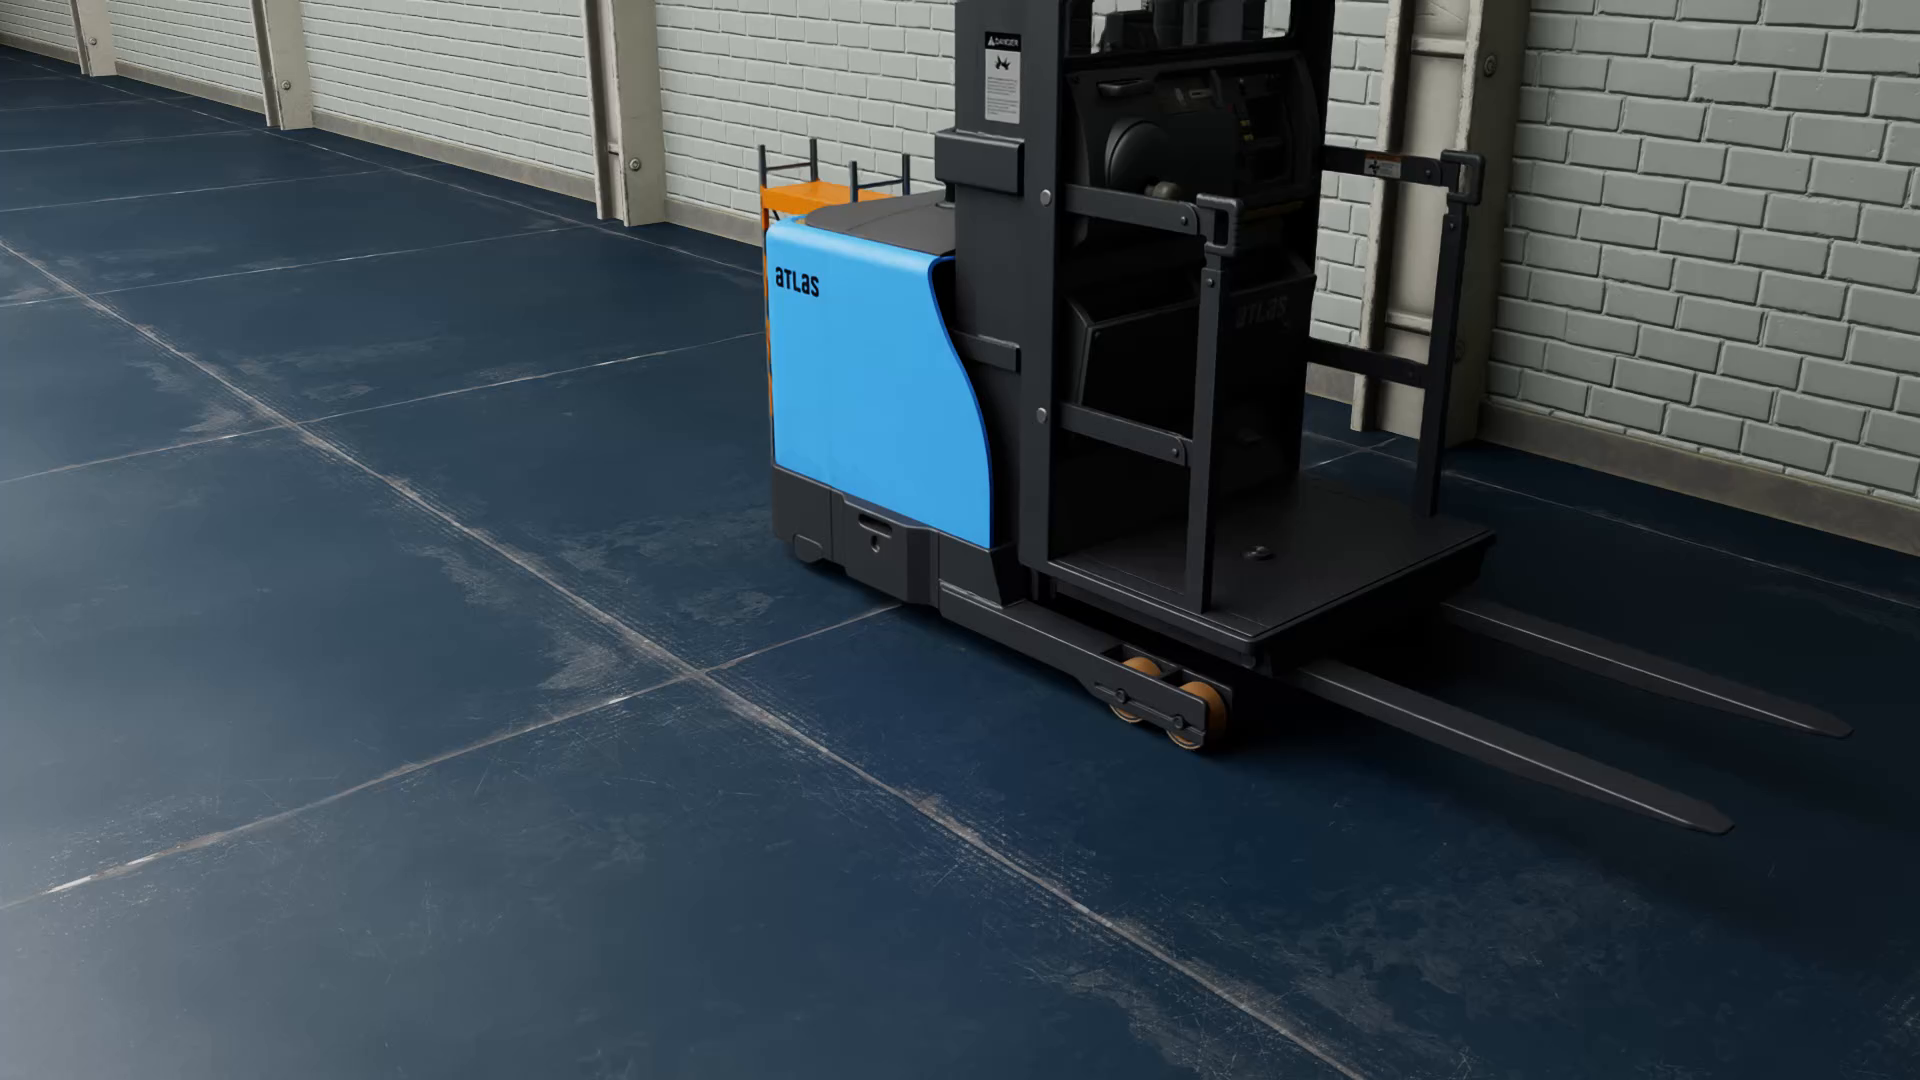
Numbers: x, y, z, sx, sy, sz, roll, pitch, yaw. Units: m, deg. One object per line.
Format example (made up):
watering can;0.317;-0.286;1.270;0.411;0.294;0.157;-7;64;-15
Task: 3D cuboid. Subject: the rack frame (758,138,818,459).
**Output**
rack frame;-0.586;-0.794;5.865;0.240;1.200;0.015;-18;28;-39

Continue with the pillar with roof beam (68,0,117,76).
pillar with roof beam;-13.216;-8.564;15.009;9.100;9.000;0.400;-17;27;-37

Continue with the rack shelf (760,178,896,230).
rack shelf;-0.421;-1.094;5.554;0.258;0.148;0.480;-18;28;-39

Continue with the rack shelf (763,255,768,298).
rack shelf;-0.421;-0.874;5.641;0.258;0.148;0.480;-18;28;-39

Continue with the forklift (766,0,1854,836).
forklift;0.764;-1.053;4.152;1.130;2.935;3.031;-18;28;-39

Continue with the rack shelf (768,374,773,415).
rack shelf;-0.421;-0.481;5.795;0.258;0.148;0.480;-18;28;-39

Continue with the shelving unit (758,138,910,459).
shelving unit;-0.421;-0.728;5.698;0.258;1.200;0.503;-18;28;-39

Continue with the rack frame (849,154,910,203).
rack frame;-0.256;-0.662;5.530;0.240;1.200;0.015;-18;28;-39

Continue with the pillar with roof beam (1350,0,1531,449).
pillar with roof beam;-1.467;-3.591;2.312;9.100;9.000;0.400;-17;27;-37

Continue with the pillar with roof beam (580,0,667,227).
pillar with roof beam;-5.383;-5.248;6.545;9.100;9.000;0.400;-17;27;-37

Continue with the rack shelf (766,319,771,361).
rack shelf;-0.421;-0.665;5.722;0.258;0.148;0.480;-18;28;-39

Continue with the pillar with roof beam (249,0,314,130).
pillar with roof beam;-9.300;-6.906;10.777;9.100;9.000;0.400;-17;27;-37
